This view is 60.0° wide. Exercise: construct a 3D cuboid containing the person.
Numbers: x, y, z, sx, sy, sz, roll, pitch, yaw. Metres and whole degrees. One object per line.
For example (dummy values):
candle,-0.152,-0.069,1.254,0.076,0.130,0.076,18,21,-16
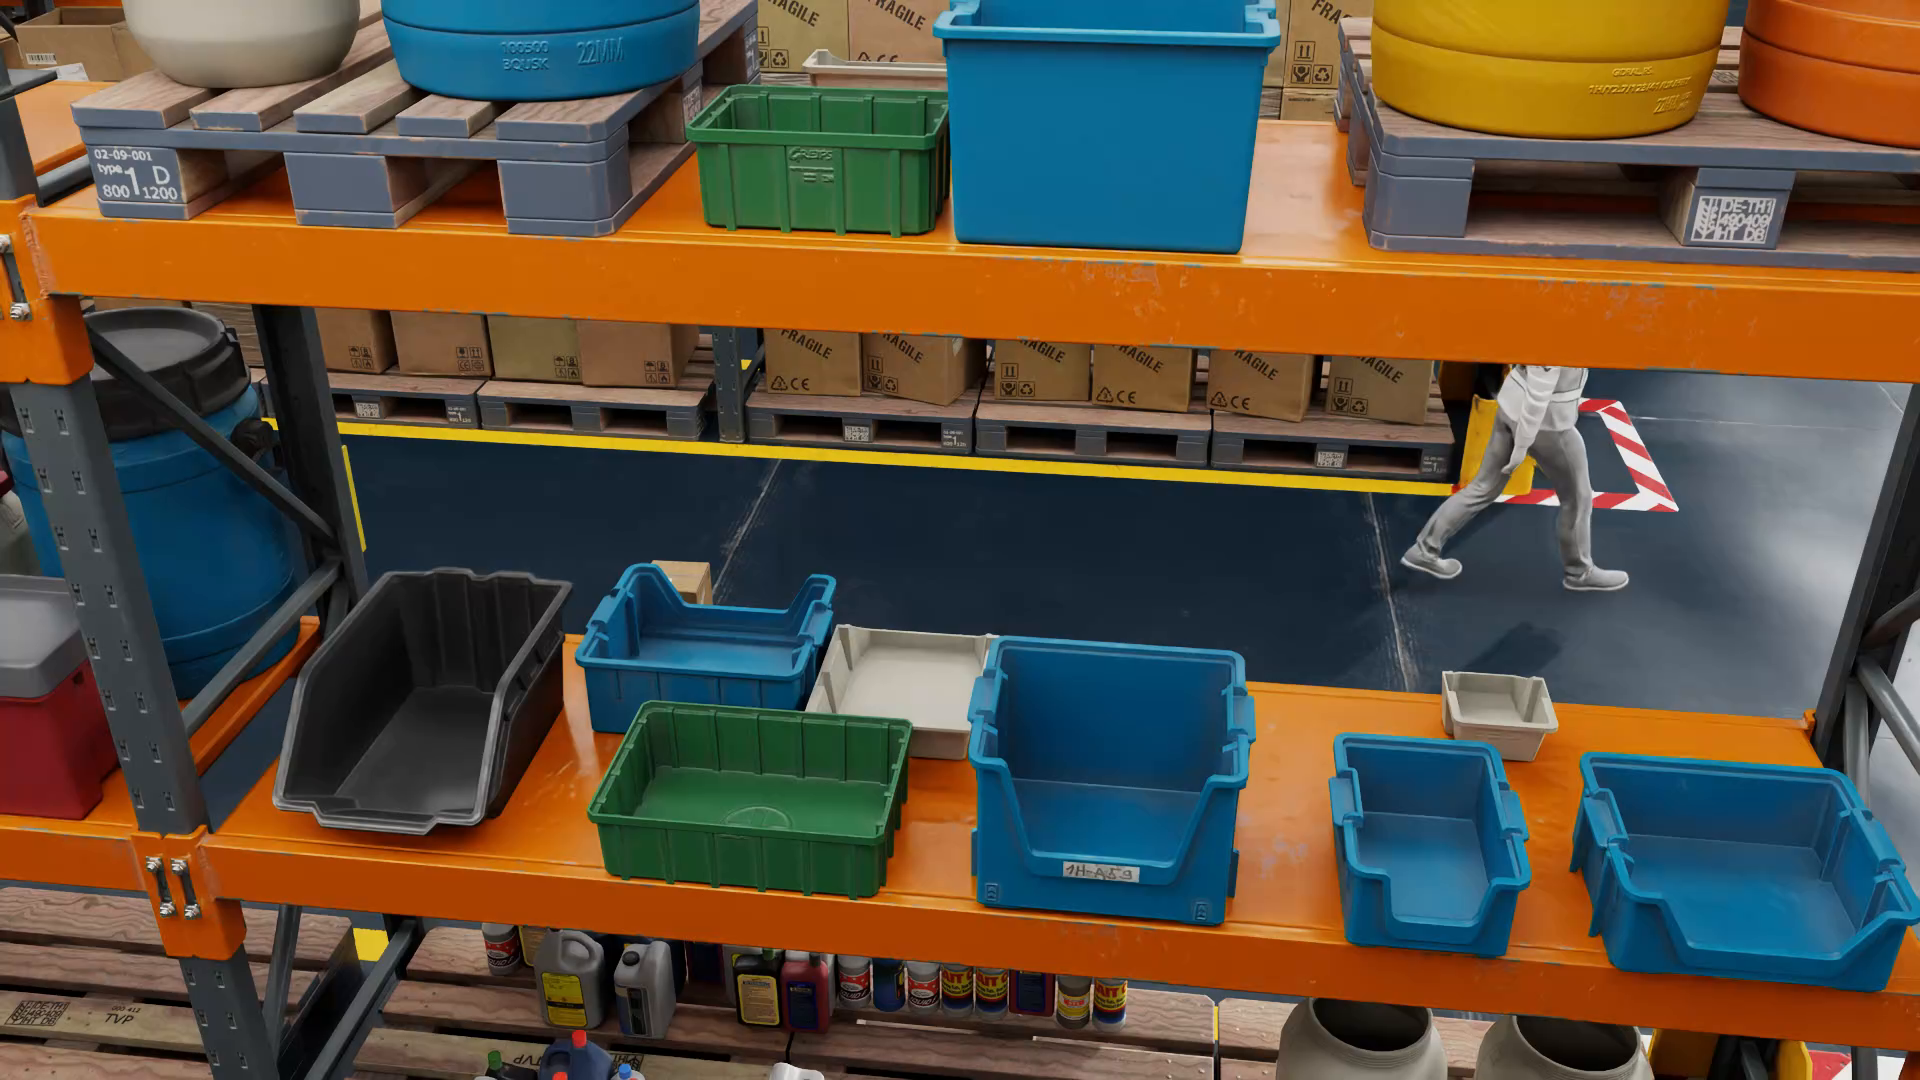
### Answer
person,2.463,-0.534,7.065,0.998,1.638,0.481,-4,29,-7
